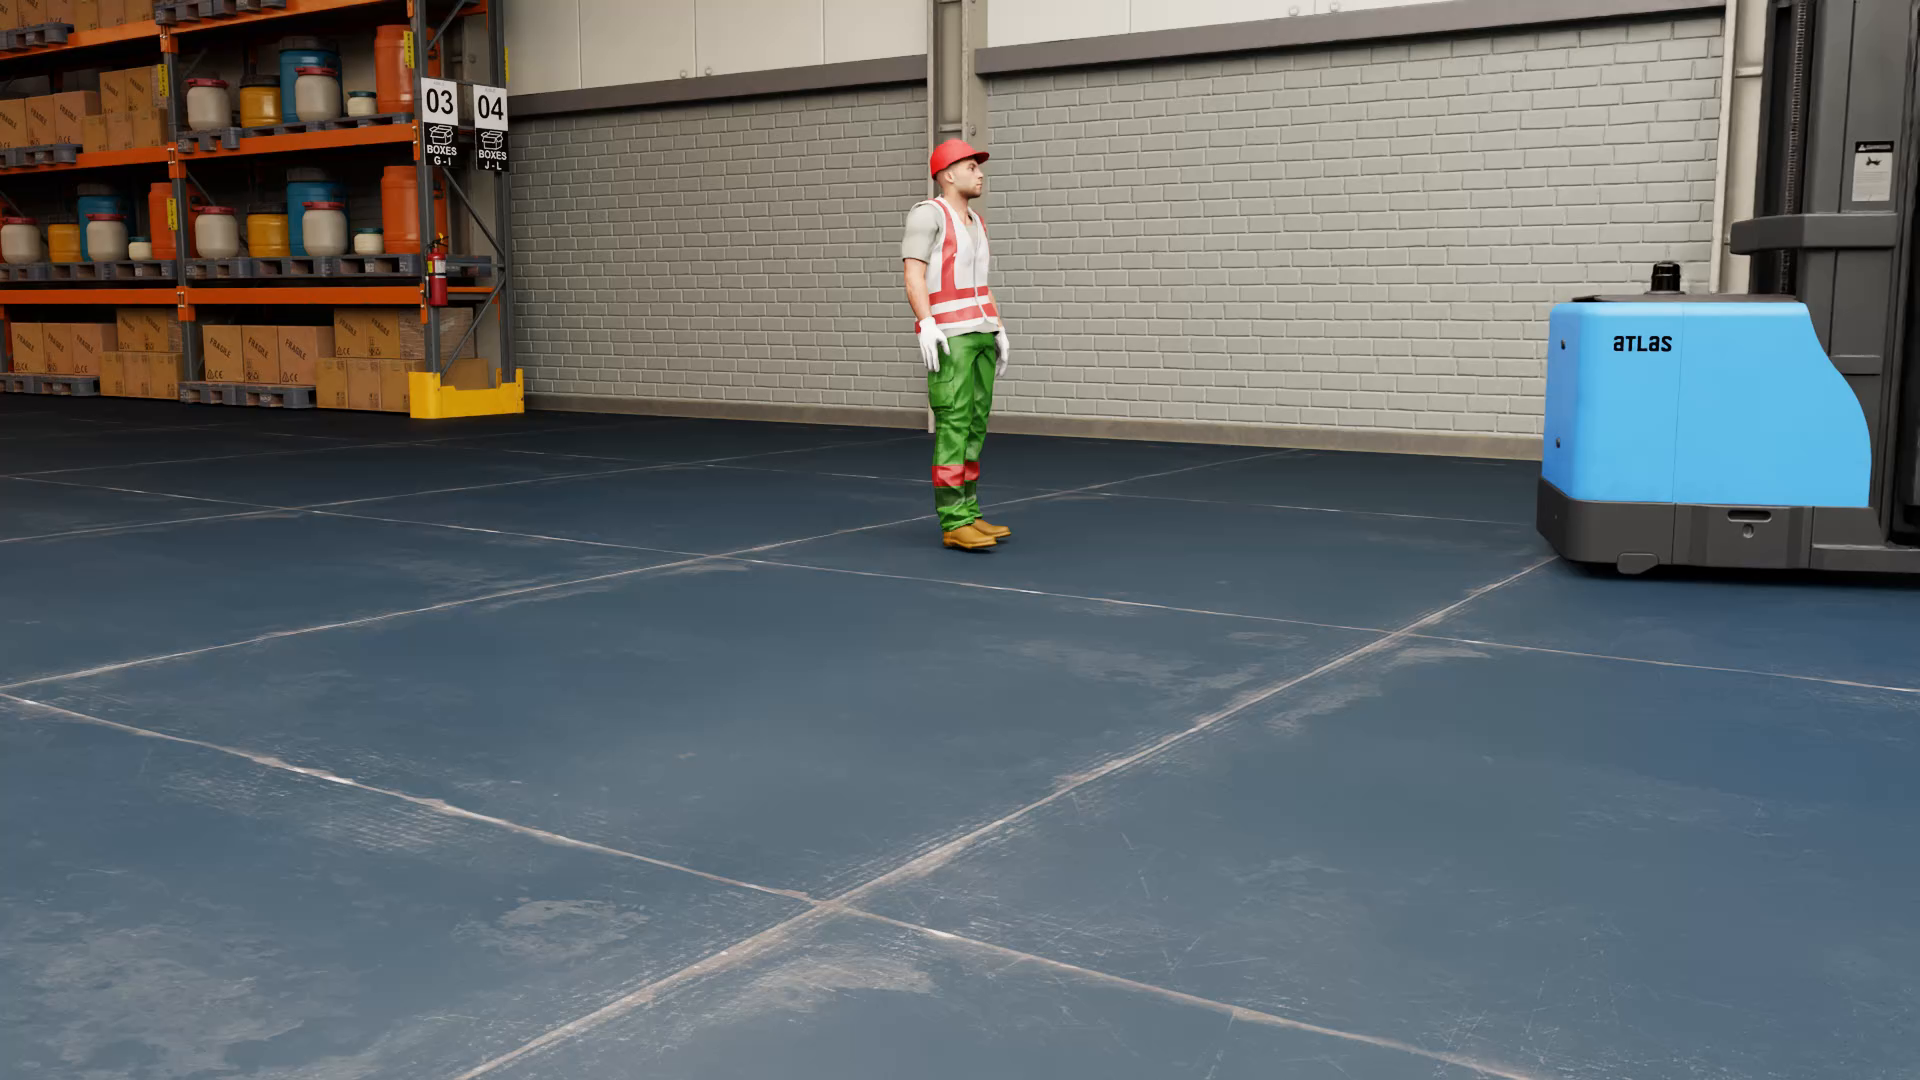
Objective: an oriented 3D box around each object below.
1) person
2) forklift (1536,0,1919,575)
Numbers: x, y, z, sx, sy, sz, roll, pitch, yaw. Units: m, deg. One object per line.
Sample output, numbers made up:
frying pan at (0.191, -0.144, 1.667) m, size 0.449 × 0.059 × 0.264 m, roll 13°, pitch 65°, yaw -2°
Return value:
person at (0.060, -0.885, 7.422) m, size 0.562 × 1.790 × 0.637 m, roll 5°, pitch 10°, yaw 34°
forklift at (3.965, -1.324, 6.500) m, size 3.031 × 2.935 × 1.130 m, roll 2°, pitch 8°, yaw 12°
